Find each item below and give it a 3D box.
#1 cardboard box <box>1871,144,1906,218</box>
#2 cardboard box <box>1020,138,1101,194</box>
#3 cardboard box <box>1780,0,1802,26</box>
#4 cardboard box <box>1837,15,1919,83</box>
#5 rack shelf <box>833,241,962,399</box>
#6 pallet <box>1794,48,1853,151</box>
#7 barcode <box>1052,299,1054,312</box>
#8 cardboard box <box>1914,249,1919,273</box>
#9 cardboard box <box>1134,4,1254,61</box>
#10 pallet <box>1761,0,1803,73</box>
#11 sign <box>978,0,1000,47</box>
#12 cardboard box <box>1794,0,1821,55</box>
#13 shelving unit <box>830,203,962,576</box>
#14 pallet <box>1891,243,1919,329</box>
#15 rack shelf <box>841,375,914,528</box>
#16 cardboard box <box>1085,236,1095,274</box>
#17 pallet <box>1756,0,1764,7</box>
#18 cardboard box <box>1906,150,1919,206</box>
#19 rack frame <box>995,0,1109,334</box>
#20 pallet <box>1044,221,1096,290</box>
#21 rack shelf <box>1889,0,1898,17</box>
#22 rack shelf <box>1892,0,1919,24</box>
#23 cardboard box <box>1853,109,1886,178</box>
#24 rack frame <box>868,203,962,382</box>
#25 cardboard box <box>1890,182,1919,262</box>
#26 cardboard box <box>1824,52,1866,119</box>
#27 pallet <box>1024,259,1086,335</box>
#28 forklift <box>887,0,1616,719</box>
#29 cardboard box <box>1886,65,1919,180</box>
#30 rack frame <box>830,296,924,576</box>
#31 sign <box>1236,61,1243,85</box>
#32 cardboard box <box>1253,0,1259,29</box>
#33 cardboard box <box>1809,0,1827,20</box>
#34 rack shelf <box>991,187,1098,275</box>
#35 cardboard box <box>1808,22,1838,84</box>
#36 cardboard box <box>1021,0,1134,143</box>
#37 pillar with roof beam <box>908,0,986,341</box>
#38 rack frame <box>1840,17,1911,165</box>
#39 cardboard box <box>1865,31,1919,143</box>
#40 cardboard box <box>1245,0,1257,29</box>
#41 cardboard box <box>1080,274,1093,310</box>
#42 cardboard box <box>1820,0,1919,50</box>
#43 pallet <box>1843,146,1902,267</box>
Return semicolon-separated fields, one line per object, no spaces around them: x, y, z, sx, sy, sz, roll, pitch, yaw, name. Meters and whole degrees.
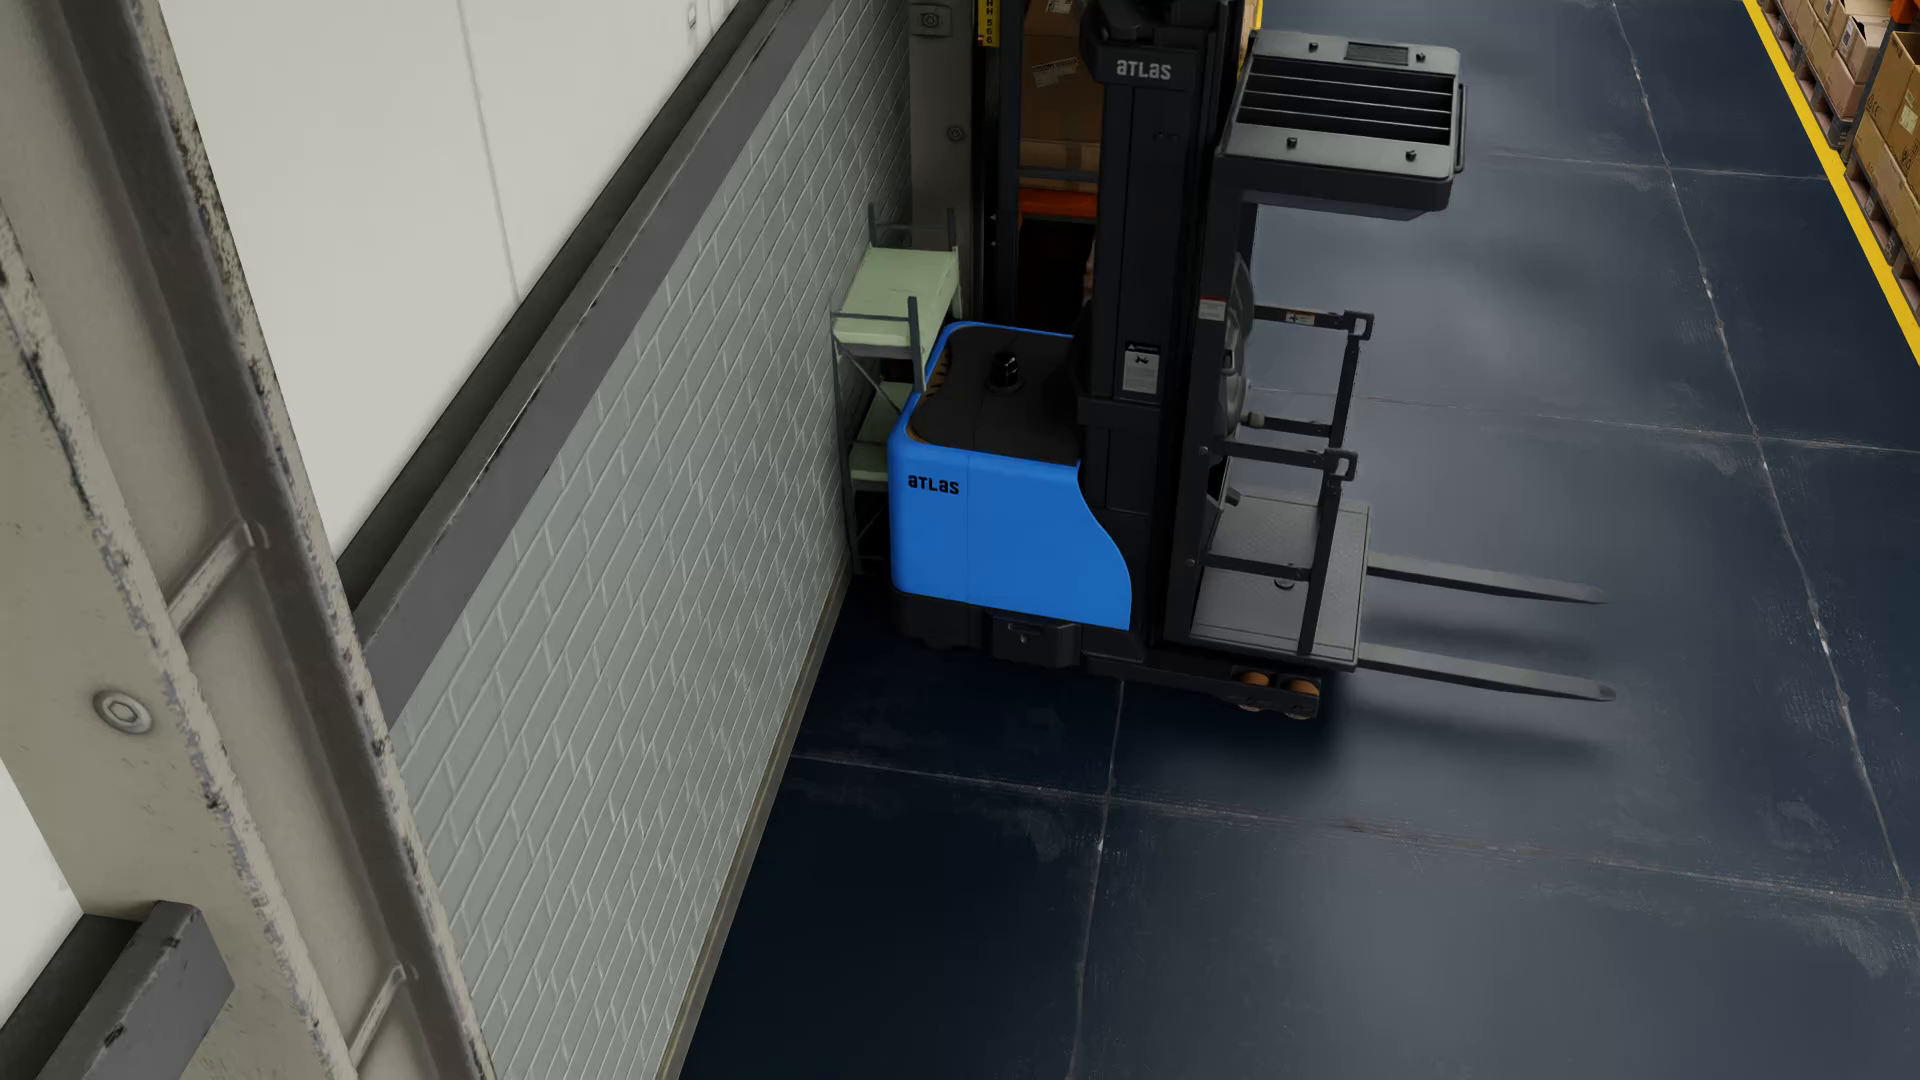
5.772;-2.109;9.872;0.500;0.250;0.500;6;40;8;cardboard box
0.560;-1.876;7.864;0.500;0.250;0.500;7;40;8;cardboard box
6.295;-3.930;12.074;0.500;0.250;0.500;7;40;9;cardboard box
6.030;-3.182;10.730;0.500;0.311;0.500;6;40;8;cardboard box
-0.275;-0.938;7.162;0.431;0.370;0.720;5;41;11;rack shelf
6.331;-2.970;11.273;1.003;0.211;1.213;6;40;8;pallet
0.488;-1.228;8.736;0.001;0.075;0.075;6;40;8;barcode
5.599;-1.482;9.113;0.500;0.250;0.500;6;40;8;cardboard box
1.049;-2.117;7.567;0.500;0.500;0.500;6;40;8;cardboard box
6.540;-3.738;12.202;1.003;0.211;1.213;6;40;8;pallet
0.127;-2.253;7.062;0.100;0.325;0.005;6;40;8;sign
6.206;-3.611;11.688;0.500;0.250;0.500;7;40;9;cardboard box
-0.254;-0.638;7.411;0.431;1.500;0.755;5;41;11;shelving unit
5.854;-1.241;9.182;1.003;0.211;1.213;6;40;8;pallet
-0.237;-0.388;7.620;0.431;0.370;0.720;5;41;11;rack shelf
0.977;-1.527;9.104;0.500;0.311;0.500;10;41;11;cardboard box
6.753;-4.501;13.126;1.003;0.211;1.213;6;40;8;pallet
5.681;-2.085;9.254;0.500;0.500;0.500;6;40;8;cardboard box
0.670;-1.612;7.442;1.000;3.000;0.127;6;40;8;rack frame
1.072;-1.854;9.923;1.003;0.211;1.213;6;40;8;pallet
6.588;-4.556;11.568;1.077;0.370;4.000;6;40;8;rack shelf
5.896;-2.046;8.531;1.077;0.370;4.000;6;40;8;rack shelf
5.863;-2.423;10.251;0.500;0.250;0.500;6;40;8;cardboard box
-0.179;-0.871;7.684;0.400;1.500;0.023;5;41;11;rack frame
5.680;-1.796;9.493;0.500;0.250;0.500;6;40;8;cardboard box
6.028;-2.972;10.916;0.500;0.250;0.500;6;40;7;cardboard box
0.859;-1.090;9.000;1.003;0.211;1.213;6;40;8;pallet
1.265;-0.758;6.463;3.031;2.935;1.130;9;40;11;forklift
5.775;-2.398;9.633;0.500;0.500;0.500;6;40;8;cardboard box
-0.330;-0.406;7.139;0.400;1.500;0.023;5;41;11;rack frame
1.205;-1.885;7.094;0.100;0.325;0.005;6;40;8;sign
1.240;-2.750;8.332;0.500;0.500;0.500;5;40;6;cardboard box
6.202;-3.822;11.504;0.500;0.311;0.500;6;40;8;cardboard box
1.016;-2.589;9.189;1.077;0.370;4.000;6;40;8;rack shelf
6.118;-3.290;11.300;0.500;0.250;0.500;6;40;7;cardboard box
0.542;-2.170;7.631;0.500;0.500;0.500;6;40;7;cardboard box
4.179;-3.984;5.603;9.100;9.000;0.400;6;40;8;pillar with roof beam
6.242;-3.578;9.820;1.000;3.000;0.127;6;40;8;rack frame
5.853;-2.713;10.014;0.500;0.500;0.500;6;40;8;cardboard box
1.144;-2.426;7.941;0.500;0.500;0.500;7;40;8;cardboard box
0.879;-1.169;8.672;0.500;0.311;0.500;2;40;3;cardboard box
6.114;-3.509;11.125;0.500;0.311;0.500;7;40;9;cardboard box
6.063;-2.009;10.111;1.003;0.211;1.213;6;40;8;pallet
